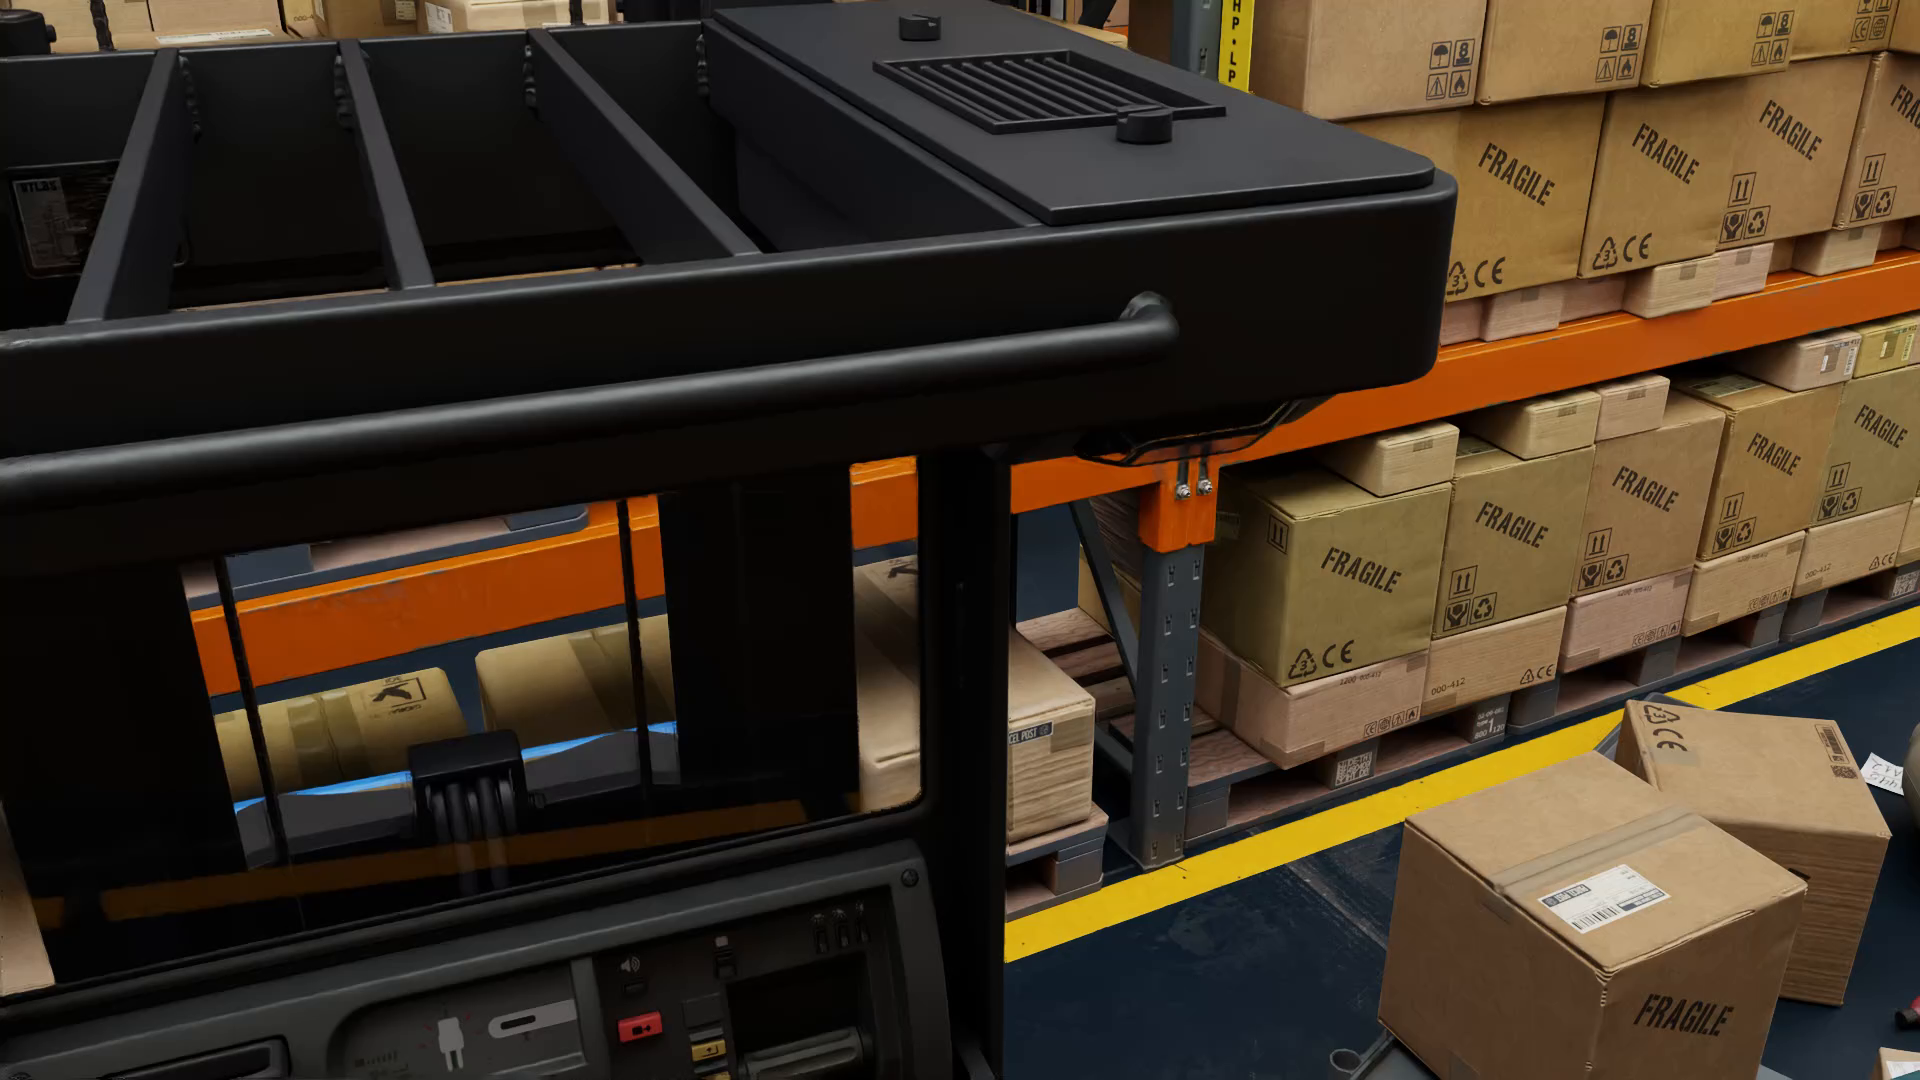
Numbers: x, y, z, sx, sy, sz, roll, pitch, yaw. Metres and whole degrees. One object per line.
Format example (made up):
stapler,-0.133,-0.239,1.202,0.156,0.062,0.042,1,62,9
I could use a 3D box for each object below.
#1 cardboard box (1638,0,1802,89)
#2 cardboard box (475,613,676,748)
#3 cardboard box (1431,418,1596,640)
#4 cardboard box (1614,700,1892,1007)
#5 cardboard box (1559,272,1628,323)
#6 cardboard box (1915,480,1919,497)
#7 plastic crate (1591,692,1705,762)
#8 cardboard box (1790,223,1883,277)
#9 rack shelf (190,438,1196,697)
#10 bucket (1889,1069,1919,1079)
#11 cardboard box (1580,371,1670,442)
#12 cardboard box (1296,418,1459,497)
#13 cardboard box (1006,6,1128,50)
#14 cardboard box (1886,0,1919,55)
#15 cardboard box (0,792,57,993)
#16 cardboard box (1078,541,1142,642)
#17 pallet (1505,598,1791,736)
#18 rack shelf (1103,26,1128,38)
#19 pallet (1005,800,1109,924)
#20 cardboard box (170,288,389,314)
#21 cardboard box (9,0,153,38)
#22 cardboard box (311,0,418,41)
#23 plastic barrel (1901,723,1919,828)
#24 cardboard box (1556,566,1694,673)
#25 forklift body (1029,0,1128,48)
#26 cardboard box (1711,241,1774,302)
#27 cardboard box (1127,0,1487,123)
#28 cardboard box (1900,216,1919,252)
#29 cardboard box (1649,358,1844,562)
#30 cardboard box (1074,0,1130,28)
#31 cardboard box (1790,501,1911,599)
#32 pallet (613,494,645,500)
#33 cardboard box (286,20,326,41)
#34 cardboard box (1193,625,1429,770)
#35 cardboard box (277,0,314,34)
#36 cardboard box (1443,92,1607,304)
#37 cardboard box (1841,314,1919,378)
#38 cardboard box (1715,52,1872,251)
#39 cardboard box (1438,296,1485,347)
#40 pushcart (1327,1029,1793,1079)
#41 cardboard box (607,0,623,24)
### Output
cardboard box,1.717,-1.494,4.282,0.500,0.500,0.700,-14,29,-26
cardboard box,-0.784,0.581,4.125,0.625,0.372,0.950,-11,28,-22
cardboard box,1.424,-0.088,4.794,0.500,0.500,0.500,-12,28,-23
cardboard box,1.896,0.757,4.092,0.500,0.500,0.500,5,26,11
cardboard box,1.612,-0.739,4.613,0.250,0.149,0.380,-13,29,-25
cardboard box,3.255,-0.510,5.671,0.500,0.500,0.500,-13,28,-25
plastic crate,2.081,0.640,4.825,0.402,0.080,0.583,21,33,37
cardboard box,2.514,-0.926,5.004,0.250,0.149,0.380,-13,29,-26
rack shelf,-1.455,0.062,3.487,4.000,0.370,1.077,-13,29,-25
bucket,1.764,1.082,2.556,0.620,0.611,0.726,-13,27,-3
cardboard box,1.785,-0.431,4.758,0.250,0.149,0.380,-11,28,-22
cardboard box,1.096,-0.270,4.422,0.250,0.149,0.380,-13,28,-24
cardboard box,0.010,-0.857,3.624,0.500,0.500,0.500,-14,29,-26
cardboard box,2.640,-1.684,4.677,0.500,0.500,0.700,-13,29,-26
cardboard box,-2.069,0.875,3.512,0.625,0.372,0.950,-14,29,-26
cardboard box,0.705,0.157,5.149,0.500,0.250,0.500,-12,28,-23
pallet,1.964,0.187,5.617,1.213,0.211,1.003,-13,29,-25
rack shelf,-0.264,-2.648,9.131,4.000,0.370,1.077,-13,29,-25
pallet,-0.376,0.746,4.452,1.213,0.211,1.003,-13,29,-25
cardboard box,-1.347,-0.545,2.976,0.500,0.500,0.500,-14,29,-27
cardboard box,-3.701,-2.220,7.004,0.500,0.250,0.500,-13,28,-24
cardboard box,-1.182,-1.110,3.401,0.250,0.149,0.380,-11,28,-22
plastic barrel,2.729,0.676,4.354,0.421,0.421,0.512,5,26,11
cardboard box,1.890,0.141,5.182,0.500,0.250,0.500,-13,29,-26
forklift body,0.686,-1.914,7.751,1.214,2.155,2.313,-13,29,-25
cardboard box,2.081,-0.817,4.777,0.250,0.149,0.380,-13,29,-25
cardboard box,0.800,-1.307,3.891,0.500,0.500,0.700,-13,29,-26
cardboard box,2.990,-1.012,5.181,0.250,0.149,0.380,-12,28,-24
cardboard box,2.348,-0.302,5.239,0.500,0.500,0.500,-14,29,-26
cardboard box,0.728,-3.122,9.171,0.500,0.500,0.500,-12,28,-23
cardboard box,2.792,-0.065,5.610,0.500,0.250,0.500,-13,29,-25
pallet,-0.433,-0.483,4.013,1.213,0.211,1.003,-13,29,-25
cardboard box,-1.123,-0.855,3.620,0.500,0.500,0.500,-13,29,-25
cardboard box,0.958,0.363,4.719,0.500,0.250,0.500,-14,29,-27
cardboard box,-2.793,-2.417,7.415,0.500,0.250,0.500,-14,29,-26
cardboard box,1.261,-0.943,4.290,0.500,0.500,0.500,-13,29,-25
cardboard box,2.740,-0.652,5.217,0.250,0.149,0.380,-12,28,-24
cardboard box,2.147,-1.151,4.723,0.500,0.500,0.500,-13,28,-24
cardboard box,1.157,-0.635,4.398,0.250,0.149,0.380,-13,29,-25
pushcart,1.427,1.373,2.955,1.648,0.377,0.936,21,33,37
cardboard box,-0.593,-1.005,3.184,0.250,0.149,0.380,-14,29,-27
